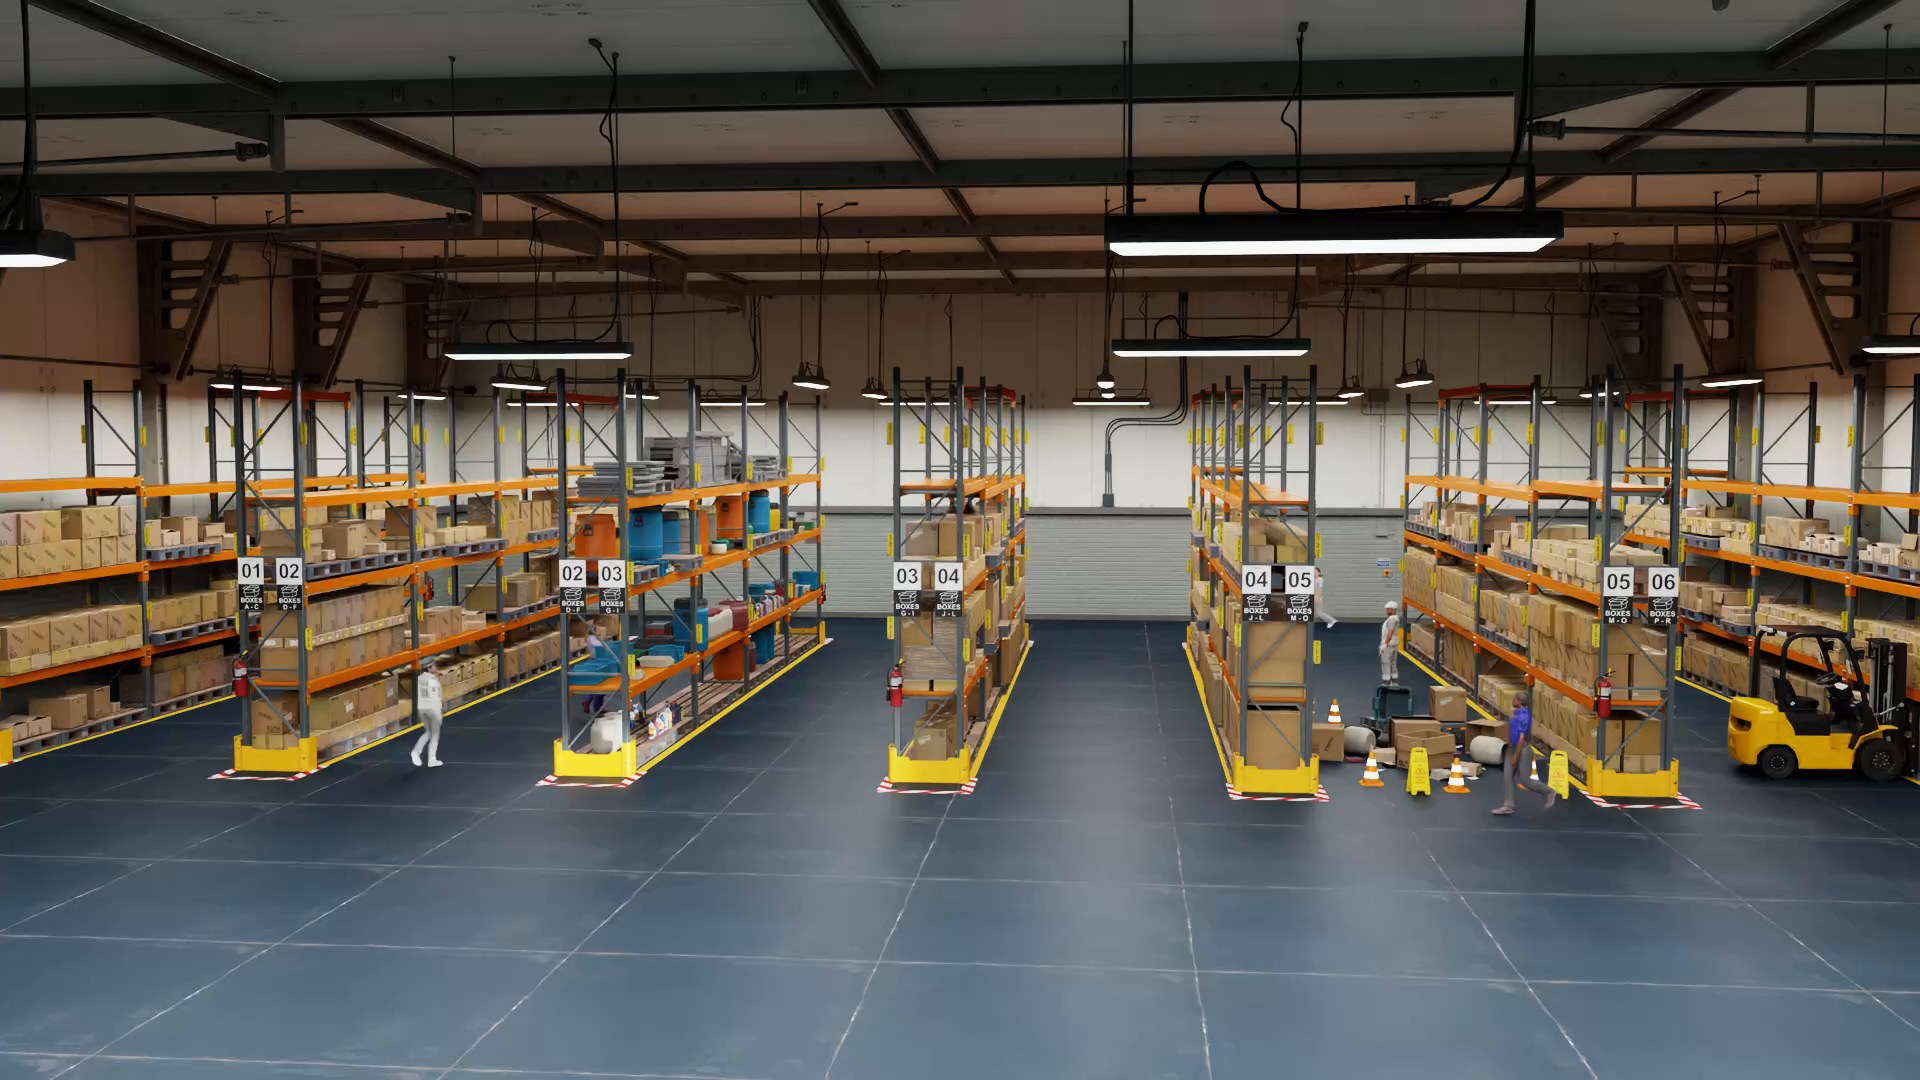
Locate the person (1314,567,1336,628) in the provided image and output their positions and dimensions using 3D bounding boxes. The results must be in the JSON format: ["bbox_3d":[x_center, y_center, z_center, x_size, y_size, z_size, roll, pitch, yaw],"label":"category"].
[{"bbox_3d":[9.232,1.510,42.883,0.874,1.623,0.492,0,4,-5],"label":"person"}]

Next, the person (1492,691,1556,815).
[{"bbox_3d":[7.473,2.816,22.011,0.794,1.641,0.417,-1,4,-17],"label":"person"}]

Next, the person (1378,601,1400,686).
[{"bbox_3d":[8.382,2.093,32.550,0.443,1.790,0.647,3,4,36],"label":"person"}]

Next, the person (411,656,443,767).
[{"bbox_3d":[-8.033,2.587,25.067,0.491,1.683,0.501,2,4,29],"label":"person"}]

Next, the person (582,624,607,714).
[{"bbox_3d":[-6.540,2.320,29.864,0.485,1.627,0.462,3,5,39],"label":"person"}]
